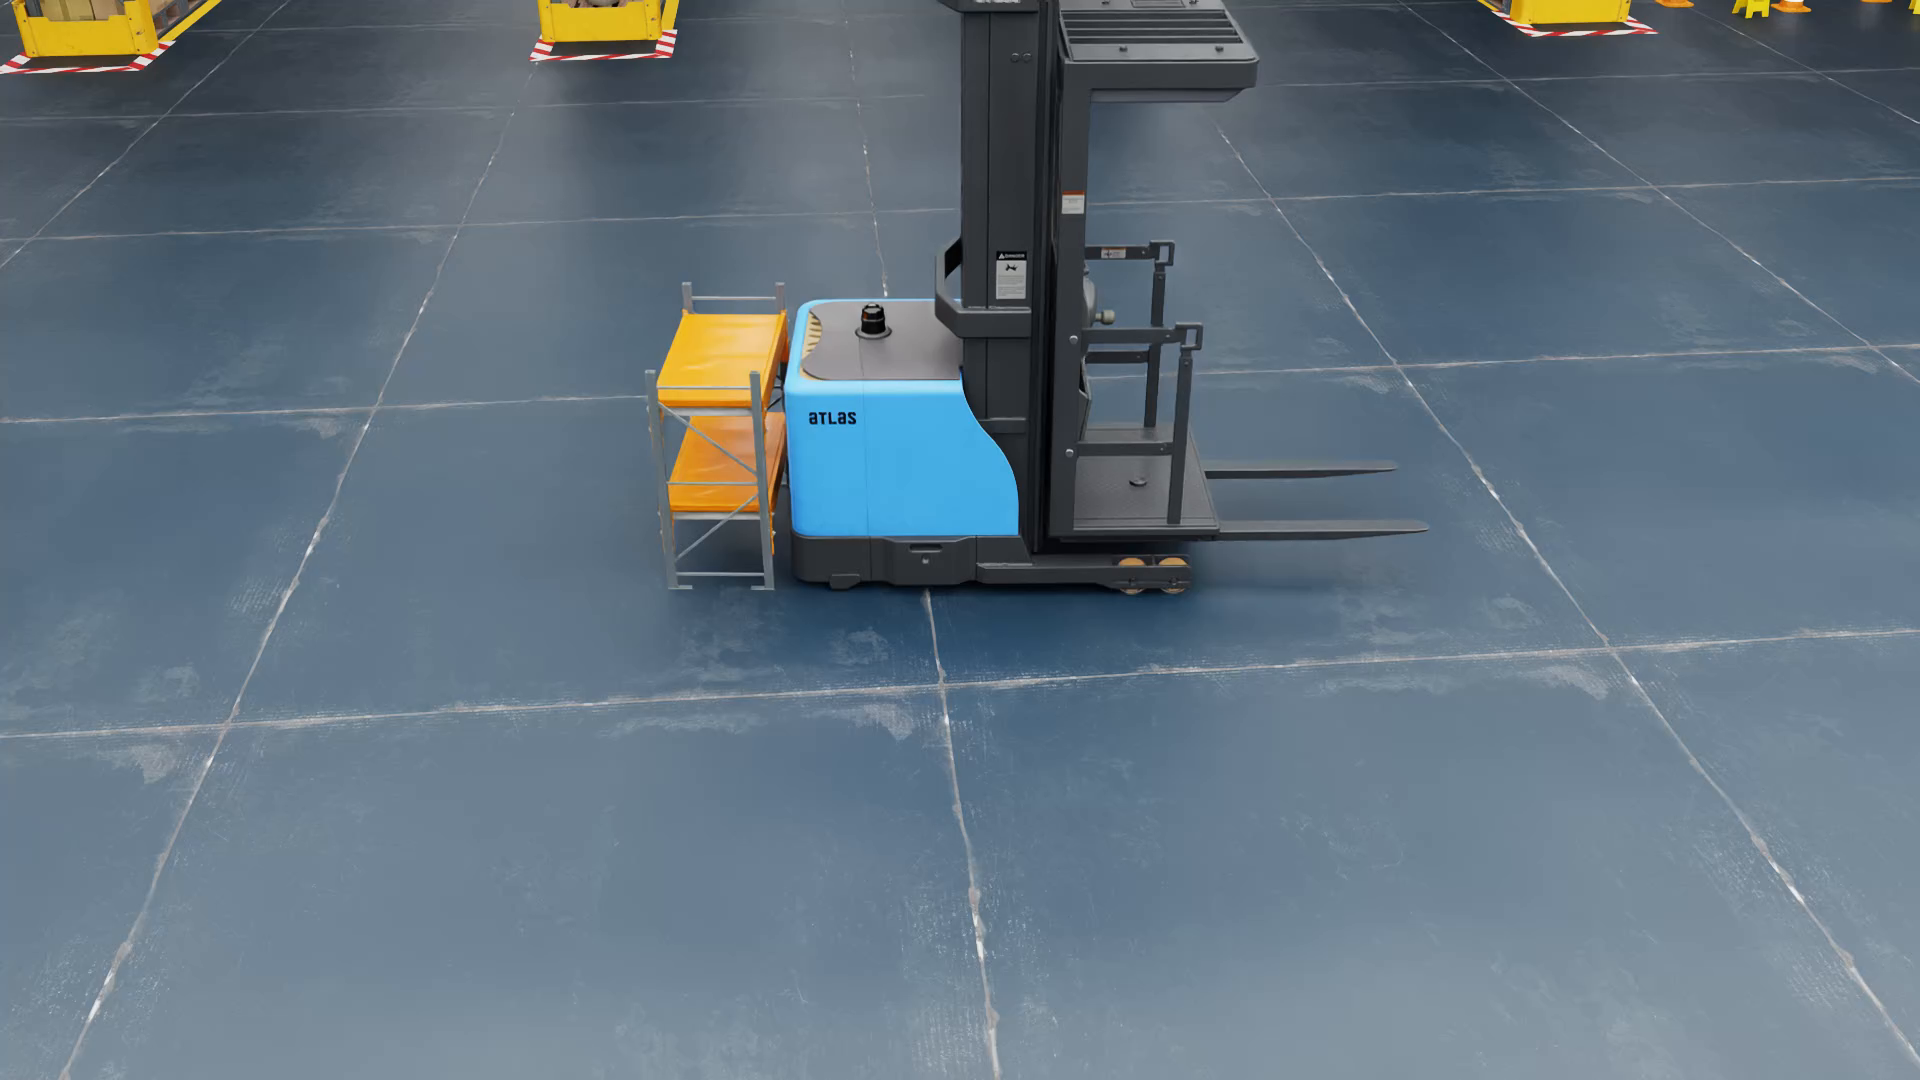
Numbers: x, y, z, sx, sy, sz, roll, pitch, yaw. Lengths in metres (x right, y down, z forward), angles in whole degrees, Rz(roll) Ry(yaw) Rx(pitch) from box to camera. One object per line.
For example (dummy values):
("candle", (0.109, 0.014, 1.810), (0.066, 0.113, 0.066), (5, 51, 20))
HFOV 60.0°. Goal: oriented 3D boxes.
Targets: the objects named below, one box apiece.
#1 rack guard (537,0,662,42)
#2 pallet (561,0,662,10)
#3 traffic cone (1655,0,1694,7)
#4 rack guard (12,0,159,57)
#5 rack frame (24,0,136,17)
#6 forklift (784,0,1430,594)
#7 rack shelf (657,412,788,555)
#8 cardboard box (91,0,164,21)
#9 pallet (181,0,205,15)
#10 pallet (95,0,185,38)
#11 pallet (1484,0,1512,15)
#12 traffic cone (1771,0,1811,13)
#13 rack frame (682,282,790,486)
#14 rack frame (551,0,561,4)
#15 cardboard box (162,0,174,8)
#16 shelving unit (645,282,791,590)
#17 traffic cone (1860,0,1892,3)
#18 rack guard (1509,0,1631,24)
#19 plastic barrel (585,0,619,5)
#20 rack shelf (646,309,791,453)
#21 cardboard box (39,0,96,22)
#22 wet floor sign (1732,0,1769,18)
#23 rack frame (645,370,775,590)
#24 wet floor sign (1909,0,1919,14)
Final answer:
("rack guard", (-3.591, -5.277, 16.598), (1.175, 0.500, 0.348), (-3, 31, -5))
("pallet", (-3.662, -5.568, 17.367), (1.003, 0.211, 1.213), (-3, 31, -5))
("traffic cone", (7.706, -5.987, 17.823), (0.336, 0.463, 0.334), (-3, 31, -5))
("rack guard", (-8.467, -4.993, 16.122), (1.175, 0.500, 0.348), (-3, 31, -5))
("rack frame", (-8.469, -6.079, 15.502), (1.000, 3.000, 0.127), (-3, 31, -5))
("forklift", (0.715, -1.279, 7.533), (3.031, 2.935, 1.130), (0, 31, -1))
("rack shelf", (-1.121, -0.305, 8.140), (0.538, 0.278, 1.000), (0, 31, 1))
("cardboard box", (-8.298, -5.363, 16.575), (0.500, 0.250, 0.500), (-3, 31, -5))
("pallet", (-8.693, -5.891, 17.907), (1.003, 0.211, 1.213), (-3, 31, -5))
("pallet", (-8.583, -5.270, 16.867), (1.003, 0.211, 1.213), (-3, 31, -5))
("pallet", (6.189, -5.945, 17.997), (1.003, 0.211, 1.213), (-3, 31, -5))
("traffic cone", (8.863, -5.868, 17.623), (0.336, 0.463, 0.334), (-3, 31, -5))
("rack frame", (-1.114, -0.776, 8.451), (0.500, 1.125, 0.032), (0, 31, 1))
("rack frame", (-3.537, -6.314, 15.896), (1.000, 3.000, 0.127), (-3, 31, -5))
("cardboard box", (-8.348, -5.618, 17.002), (0.500, 0.250, 0.500), (-3, 31, -5))
("shelving unit", (-1.121, -0.515, 8.015), (0.538, 1.125, 1.048), (0, 31, 1))
("traffic cone", (9.936, -6.095, 18.003), (0.336, 0.463, 0.334), (-3, 31, -5))
("rack guard", (6.344, -5.652, 17.225), (1.175, 0.500, 0.348), (-3, 31, -5))
("plastic barrel", (-3.675, -5.759, 16.982), (0.421, 0.512, 0.421), (0, 31, 0))
("rack shelf", (-1.121, -0.767, 7.865), (0.538, 0.278, 1.000), (0, 31, 1))
("cardboard box", (-8.814, -5.338, 16.534), (0.500, 0.250, 0.500), (-3, 31, -5))
("wet floor sign", (8.316, -5.807, 17.342), (0.267, 0.644, 0.232), (-8, 32, -13))
("rack frame", (-1.128, -0.255, 7.579), (0.500, 1.125, 0.032), (0, 31, 1))
("wet floor sign", (10.213, -5.867, 17.443), (0.267, 0.644, 0.232), (8, 32, 13))
